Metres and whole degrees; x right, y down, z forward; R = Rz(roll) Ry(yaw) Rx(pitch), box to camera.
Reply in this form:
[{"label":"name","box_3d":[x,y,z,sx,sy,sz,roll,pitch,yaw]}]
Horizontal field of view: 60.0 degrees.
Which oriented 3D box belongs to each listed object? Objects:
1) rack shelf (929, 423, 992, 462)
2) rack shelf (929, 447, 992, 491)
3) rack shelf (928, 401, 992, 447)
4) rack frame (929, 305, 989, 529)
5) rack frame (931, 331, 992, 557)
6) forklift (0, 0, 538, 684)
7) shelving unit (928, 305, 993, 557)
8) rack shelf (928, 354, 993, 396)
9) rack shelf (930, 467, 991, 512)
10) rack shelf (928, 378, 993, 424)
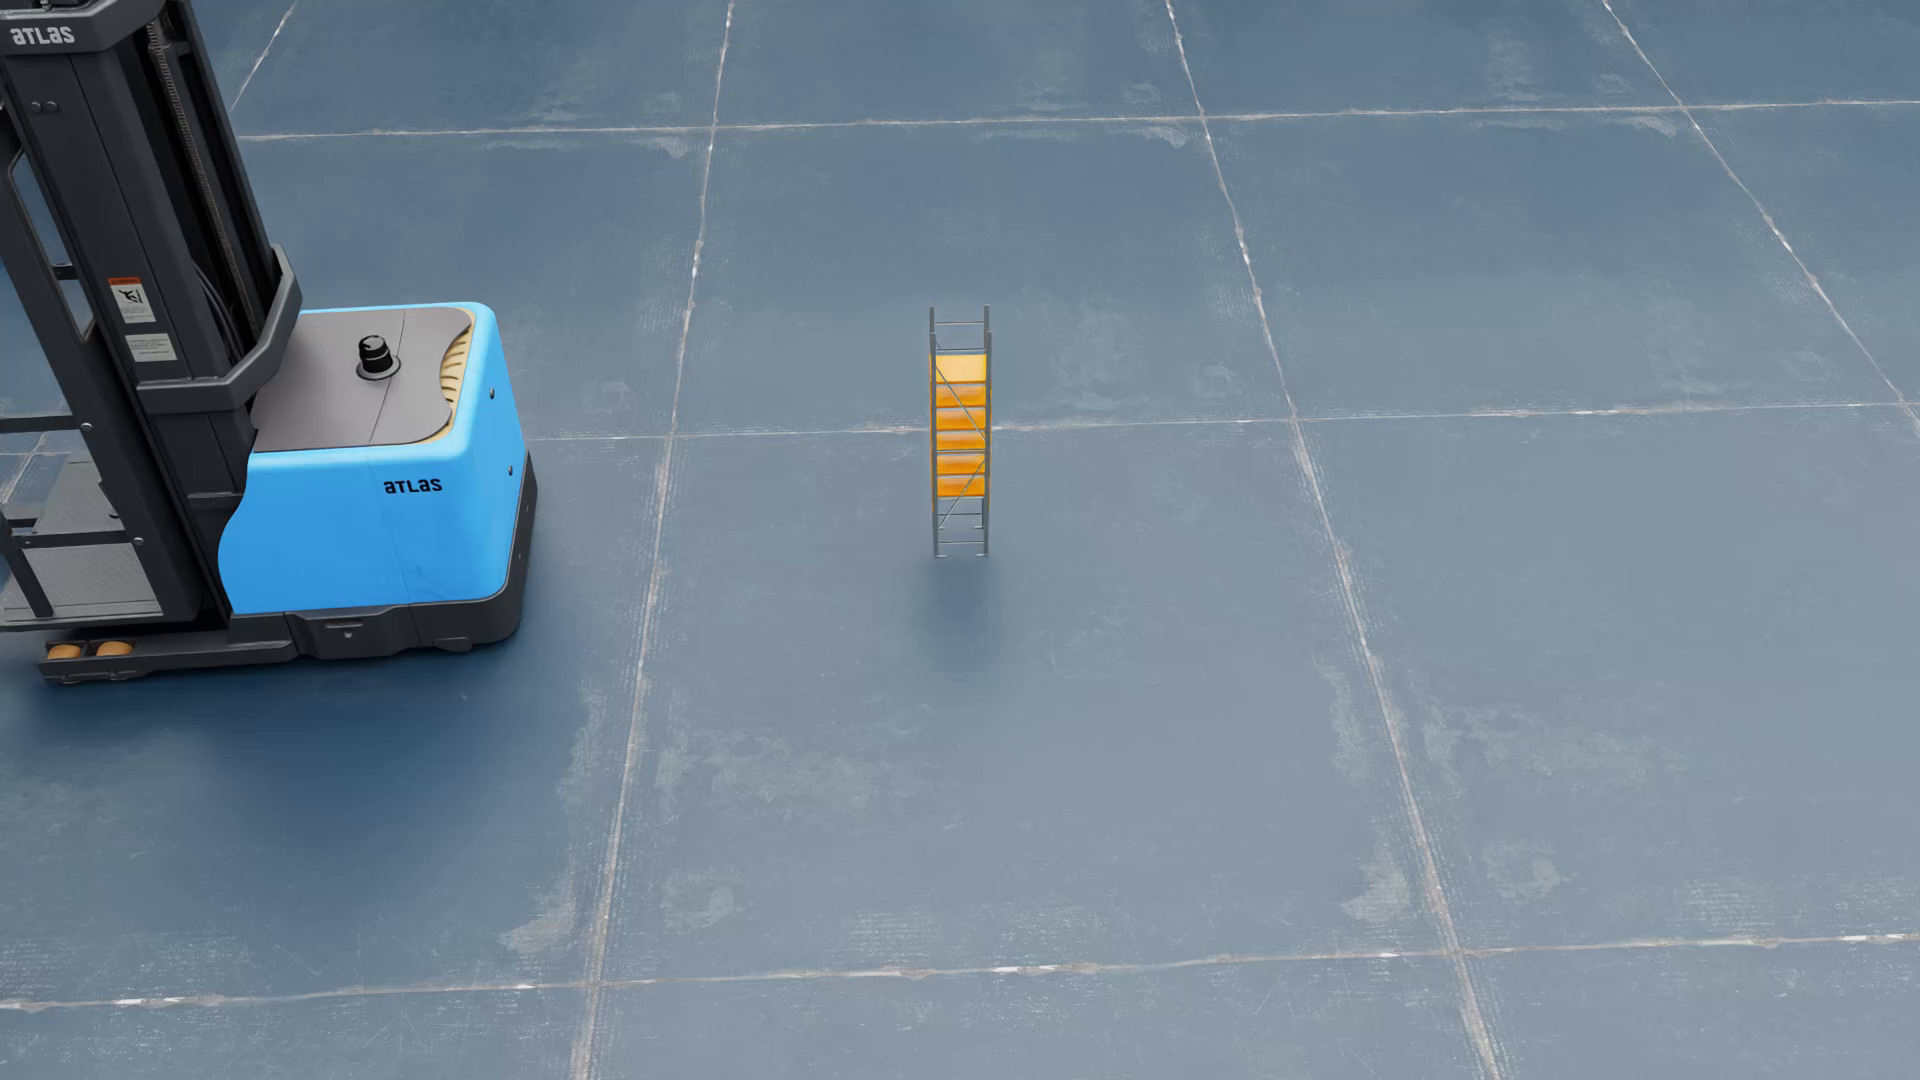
[{"label":"rack shelf","box_3d":[0.001,-0.400,7.014,0.258,0.103,0.180,-2,43,-2]},{"label":"rack shelf","box_3d":[0.001,-0.311,7.095,0.258,0.103,0.180,-2,43,-2]},{"label":"rack shelf","box_3d":[0.001,-0.488,6.933,0.258,0.103,0.180,-2,43,-2]},{"label":"rack frame","box_3d":[-0.003,-0.494,7.051,0.240,1.200,0.006,-2,43,-2]},{"label":"rack frame","box_3d":[0.005,-0.371,6.916,0.240,1.200,0.006,-2,43,-2]},{"label":"forklift","box_3d":[-3.383,-0.871,6.181,3.031,2.935,1.130,-4,43,-4]},{"label":"shelving unit","box_3d":[0.001,-0.433,6.984,0.258,1.200,0.189,-2,43,-2]},{"label":"rack shelf","box_3d":[0.001,-0.665,6.770,0.258,0.103,0.180,-2,43,-2]},{"label":"rack shelf","box_3d":[0.001,-0.223,7.176,0.258,0.103,0.180,-2,43,-2]},{"label":"rack shelf","box_3d":[0.001,-0.577,6.851,0.258,0.103,0.180,-2,43,-2]}]
